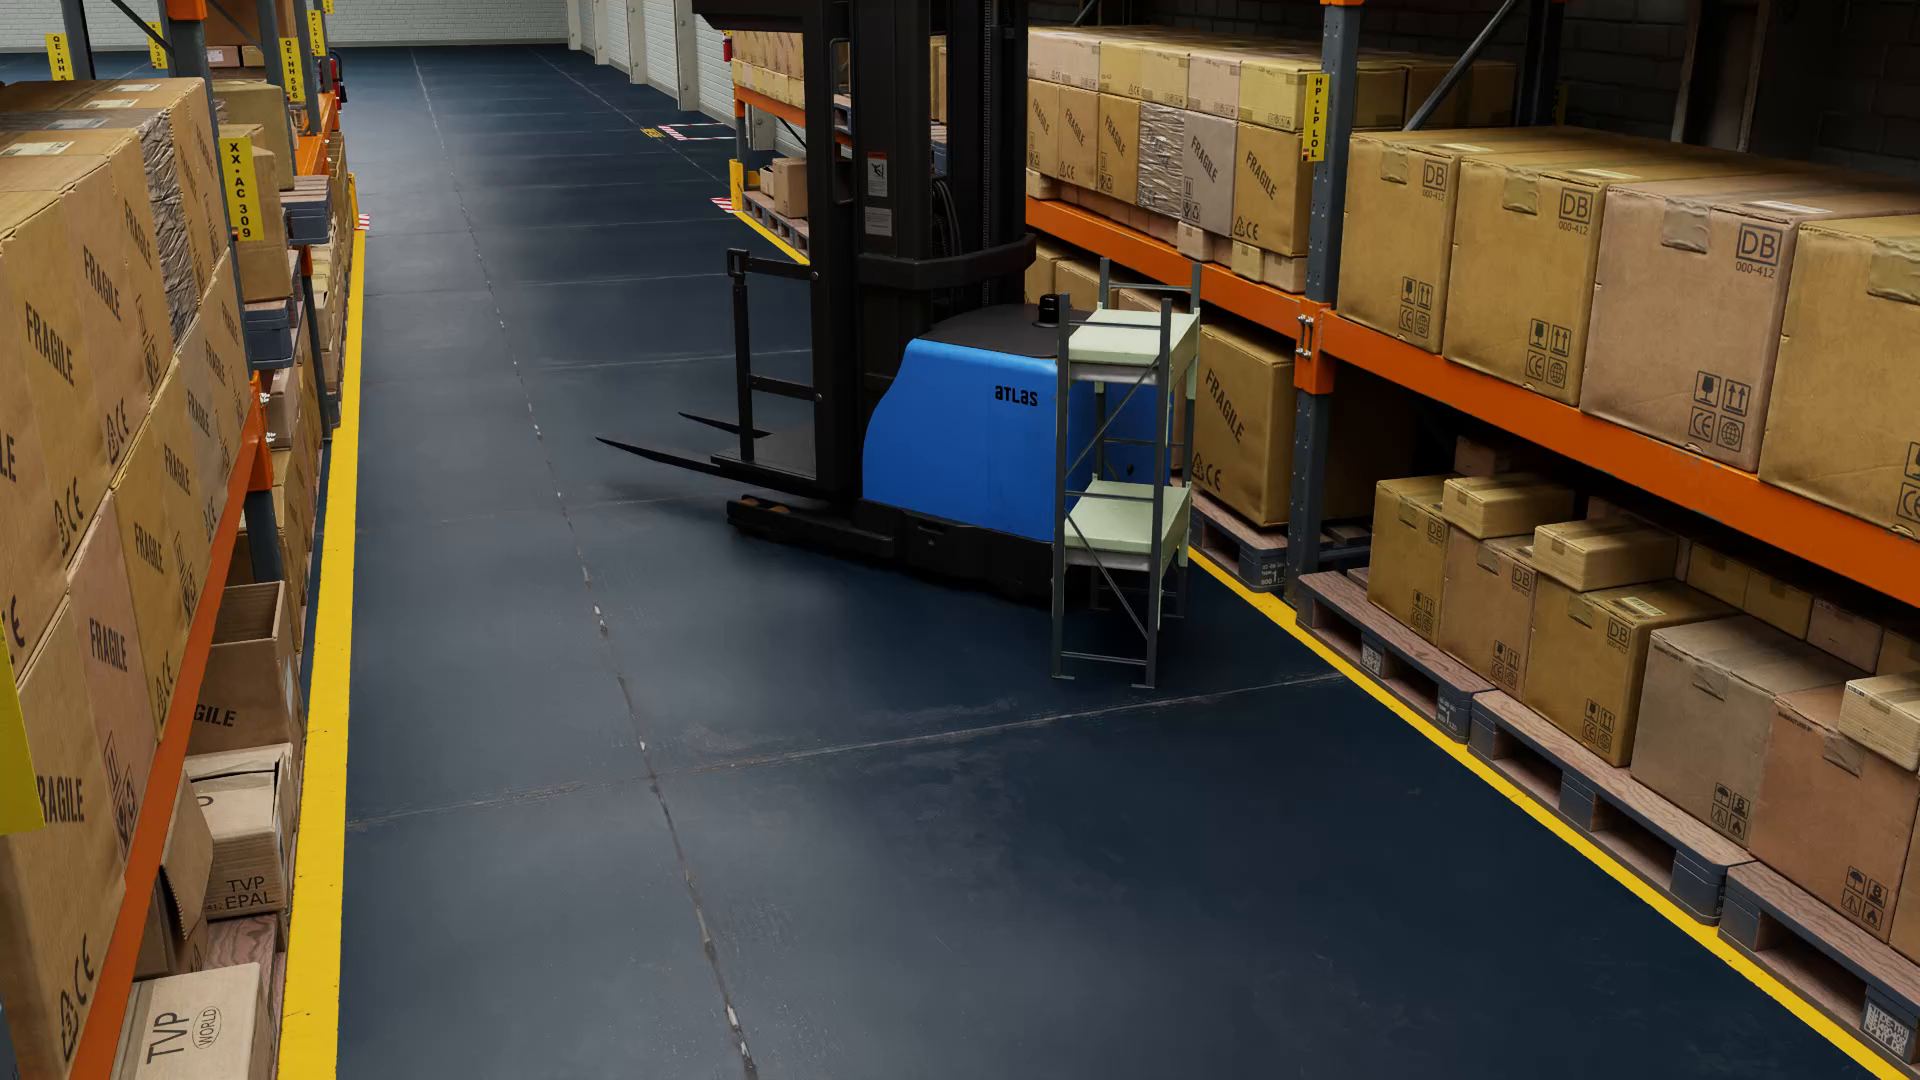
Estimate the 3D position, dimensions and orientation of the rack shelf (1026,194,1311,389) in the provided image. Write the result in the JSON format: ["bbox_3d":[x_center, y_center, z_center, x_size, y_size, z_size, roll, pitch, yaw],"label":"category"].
[{"bbox_3d":[1.259,-1.484,8.675,1.077,0.370,4.000,-6,21,-17],"label":"rack shelf"}]

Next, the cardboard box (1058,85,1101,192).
[{"bbox_3d":[0.850,-2.149,8.845,0.500,0.500,0.500,-6,21,-17],"label":"cardboard box"}]

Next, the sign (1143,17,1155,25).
[{"bbox_3d":[1.156,-3.069,10.311,0.100,0.325,0.005,-6,21,-17],"label":"sign"}]

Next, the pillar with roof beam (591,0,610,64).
[{"bbox_3d":[-12.474,-14.967,36.273,9.100,9.000,0.400,-6,21,-17],"label":"pillar with roof beam"}]

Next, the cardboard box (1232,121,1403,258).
[{"bbox_3d":[1.503,-1.499,7.034,0.500,0.500,0.500,-7,21,-18],"label":"cardboard box"}]

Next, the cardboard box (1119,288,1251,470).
[{"bbox_3d":[1.277,-0.846,8.394,0.750,0.750,0.750,-6,21,-16],"label":"cardboard box"}]

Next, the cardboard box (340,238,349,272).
[{"bbox_3d":[-5.187,-2.305,13.343,0.500,0.250,0.500,-6,21,-17],"label":"cardboard box"}]

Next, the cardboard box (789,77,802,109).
[{"bbox_3d":[-1.213,-3.967,14.717,0.500,0.250,0.500,-6,21,-17],"label":"cardboard box"}]

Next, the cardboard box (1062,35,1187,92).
[{"bbox_3d":[0.858,-2.508,8.735,0.500,0.250,0.500,-6,21,-17],"label":"cardboard box"}]

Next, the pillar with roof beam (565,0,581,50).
[{"bbox_3d":[-14.359,-16.892,41.634,9.100,9.000,0.400,-6,21,-17],"label":"pillar with roof beam"}]

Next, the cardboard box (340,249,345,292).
[{"bbox_3d":[-4.923,-2.022,12.554,0.500,0.250,0.500,-7,21,-18],"label":"cardboard box"}]

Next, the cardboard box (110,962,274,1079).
[{"bbox_3d":[-1.773,1.192,3.577,0.500,0.250,0.500,-6,21,-17],"label":"cardboard box"}]

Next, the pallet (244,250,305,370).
[{"bbox_3d":[-2.962,-0.831,6.076,1.003,0.211,1.213,-6,21,-17],"label":"pallet"}]

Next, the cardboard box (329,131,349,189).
[{"bbox_3d":[-6.135,-3.620,15.895,0.500,0.500,0.500,-6,21,-17],"label":"cardboard box"}]

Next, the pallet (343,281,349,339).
[{"bbox_3d":[-5.060,-1.676,12.270,1.003,0.211,1.213,-6,21,-17],"label":"pallet"}]

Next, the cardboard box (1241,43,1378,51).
[{"bbox_3d":[1.657,-2.233,7.969,0.500,0.250,0.500,-7,21,-19],"label":"cardboard box"}]

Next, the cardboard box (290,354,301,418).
[{"bbox_3d":[-3.207,-0.700,7.365,0.500,0.250,0.500,-7,21,-18],"label":"cardboard box"}]

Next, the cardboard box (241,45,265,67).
[{"bbox_3d":[-5.229,-3.680,12.616,0.380,0.149,0.250,-6,21,-17],"label":"cardboard box"}]

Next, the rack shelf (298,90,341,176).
[{"bbox_3d":[-5.957,-3.524,14.354,1.077,0.370,4.000,-6,21,-17],"label":"rack shelf"}]

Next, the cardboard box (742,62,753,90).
[{"bbox_3d":[-1.856,-4.615,16.520,0.500,0.250,0.500,-7,21,-19],"label":"cardboard box"}]

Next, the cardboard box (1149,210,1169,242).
[{"bbox_3d":[1.154,-1.563,8.172,0.380,0.149,0.250,-7,21,-19],"label":"cardboard box"}]

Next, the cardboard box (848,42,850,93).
[{"bbox_3d":[-0.500,-3.835,13.358,0.700,0.500,0.500,-6,21,-17],"label":"cardboard box"}]

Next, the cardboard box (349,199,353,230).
[{"bbox_3d":[-5.810,-2.947,15.132,0.500,0.250,0.500,-6,21,-17],"label":"cardboard box"}]

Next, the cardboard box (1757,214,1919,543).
[{"bbox_3d":[2.735,-0.433,4.241,0.980,0.700,0.700,-7,21,-18],"label":"cardboard box"}]

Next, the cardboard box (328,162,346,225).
[{"bbox_3d":[-5.342,-2.819,13.664,0.500,0.500,0.500,-6,21,-17],"label":"cardboard box"}]

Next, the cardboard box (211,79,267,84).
[{"bbox_3d":[-4.937,-2.850,11.267,0.500,0.500,0.500,-5,20,-13],"label":"cardboard box"}]

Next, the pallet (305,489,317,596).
[{"bbox_3d":[-3.493,0.010,7.576,1.003,0.211,1.213,-6,21,-17],"label":"pallet"}]

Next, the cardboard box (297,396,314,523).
[{"bbox_3d":[-3.222,-0.358,7.524,0.500,0.500,0.500,-7,21,-19],"label":"cardboard box"}]

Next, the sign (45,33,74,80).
[{"bbox_3d":[-4.597,-2.422,8.509,0.100,0.325,0.005,-6,21,-17],"label":"sign"}]

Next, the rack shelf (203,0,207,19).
[{"bbox_3d":[-3.443,-2.368,6.699,1.077,0.370,4.000,-6,21,-17],"label":"rack shelf"}]

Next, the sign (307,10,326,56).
[{"bbox_3d":[-4.817,-3.789,12.432,0.100,0.325,0.005,-6,21,-17],"label":"sign"}]

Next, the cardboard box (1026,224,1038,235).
[{"bbox_3d":[0.234,-2.263,11.717,0.500,0.250,0.500,-6,21,-16],"label":"cardboard box"}]

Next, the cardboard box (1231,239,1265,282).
[{"bbox_3d":[1.410,-1.229,7.242,0.380,0.149,0.250,-6,21,-16],"label":"cardboard box"}]

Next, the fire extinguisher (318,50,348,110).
[{"bbox_3d":[-6.182,-4.555,16.275,0.296,0.674,0.183,-6,21,-17],"label":"fire extinguisher"}]

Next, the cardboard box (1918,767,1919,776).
[{"bbox_3d":[2.616,0.541,4.091,0.380,0.149,0.250,-7,21,-18],"label":"cardboard box"}]

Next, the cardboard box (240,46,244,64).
[{"bbox_3d":[-5.693,-3.717,12.720,0.380,0.149,0.250,-7,21,-18],"label":"cardboard box"}]

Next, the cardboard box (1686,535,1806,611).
[{"bbox_3d":[2.579,0.093,5.336,0.380,0.149,0.250,-7,21,-18],"label":"cardboard box"}]

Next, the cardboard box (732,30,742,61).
[{"bbox_3d":[-2.020,-5.138,16.867,0.500,0.500,0.500,-6,21,-17],"label":"cardboard box"}]

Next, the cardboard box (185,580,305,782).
[{"bbox_3d":[-2.366,0.469,5.221,0.500,0.500,0.500,-6,21,-17],"label":"cardboard box"}]

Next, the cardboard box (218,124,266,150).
[{"bbox_3d":[-3.027,-1.288,6.295,0.700,0.500,0.500,-3,20,-9],"label":"cardboard box"}]

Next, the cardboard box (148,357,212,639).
[{"bbox_3d":[-1.924,-0.074,3.537,0.500,0.500,0.500,-6,21,-16],"label":"cardboard box"}]

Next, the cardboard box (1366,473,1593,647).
[{"bbox_3d":[2.025,0.049,6.419,0.700,0.500,0.500,-6,21,-17],"label":"cardboard box"}]

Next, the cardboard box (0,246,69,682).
[{"bbox_3d":[-1.446,-0.058,2.012,0.500,0.500,0.500,-6,21,-16],"label":"cardboard box"}]

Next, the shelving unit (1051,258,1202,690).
[{"bbox_3d":[0.650,-0.275,6.463,0.431,1.500,0.755,6,20,15],"label":"shelving unit"}]

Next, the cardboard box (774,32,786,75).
[{"bbox_3d":[-1.380,-4.481,15.037,0.500,0.500,0.500,-7,21,-19],"label":"cardboard box"}]

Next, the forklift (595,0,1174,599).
[{"bbox_3d":[-0.505,-1.504,7.767,3.031,2.935,1.130,14,24,34],"label":"forklift"}]

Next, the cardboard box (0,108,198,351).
[{"bbox_3d":[-2.088,-0.710,3.829,0.500,0.500,0.500,-6,21,-17],"label":"cardboard box"}]

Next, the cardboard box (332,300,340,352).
[{"bbox_3d":[-4.285,-1.367,10.732,0.500,0.250,0.500,-7,21,-19],"label":"cardboard box"}]

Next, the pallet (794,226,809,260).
[{"bbox_3d":[-0.872,-2.647,14.975,1.003,0.211,1.213,-6,21,-17],"label":"pallet"}]

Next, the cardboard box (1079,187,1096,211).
[{"bbox_3d":[0.874,-1.899,9.109,0.380,0.149,0.250,-6,21,-16],"label":"cardboard box"}]

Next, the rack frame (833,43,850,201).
[{"bbox_3d":[-0.627,-3.748,13.914,1.000,3.000,0.127,-6,21,-17],"label":"rack frame"}]

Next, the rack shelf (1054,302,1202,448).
[{"bbox_3d":[0.650,-0.642,6.331,0.431,0.370,0.720,6,20,15],"label":"rack shelf"}]

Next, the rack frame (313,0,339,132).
[{"bbox_3d":[-6.586,-4.504,16.019,1.000,3.000,0.127,-6,21,-17],"label":"rack frame"}]

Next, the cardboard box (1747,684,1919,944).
[{"bbox_3d":[2.672,0.707,4.587,0.700,0.500,0.500,-6,21,-17],"label":"cardboard box"}]

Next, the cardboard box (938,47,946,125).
[{"bbox_3d":[0.271,-3.045,11.157,0.700,0.500,0.500,-8,21,-22],"label":"cardboard box"}]

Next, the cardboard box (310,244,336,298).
[{"bbox_3d":[-4.451,-1.800,11.108,0.500,0.311,0.500,-7,21,-18],"label":"cardboard box"}]

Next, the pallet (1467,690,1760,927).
[{"bbox_3d":[2.439,0.776,5.443,1.003,0.211,1.213,-6,21,-17],"label":"pallet"}]

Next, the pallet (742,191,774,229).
[{"bbox_3d":[-1.639,-3.430,17.155,1.003,0.211,1.213,-6,21,-17],"label":"pallet"}]

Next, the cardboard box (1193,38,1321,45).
[{"bbox_3d":[1.497,-2.401,8.436,0.500,0.250,0.500,-7,21,-18],"label":"cardboard box"}]
